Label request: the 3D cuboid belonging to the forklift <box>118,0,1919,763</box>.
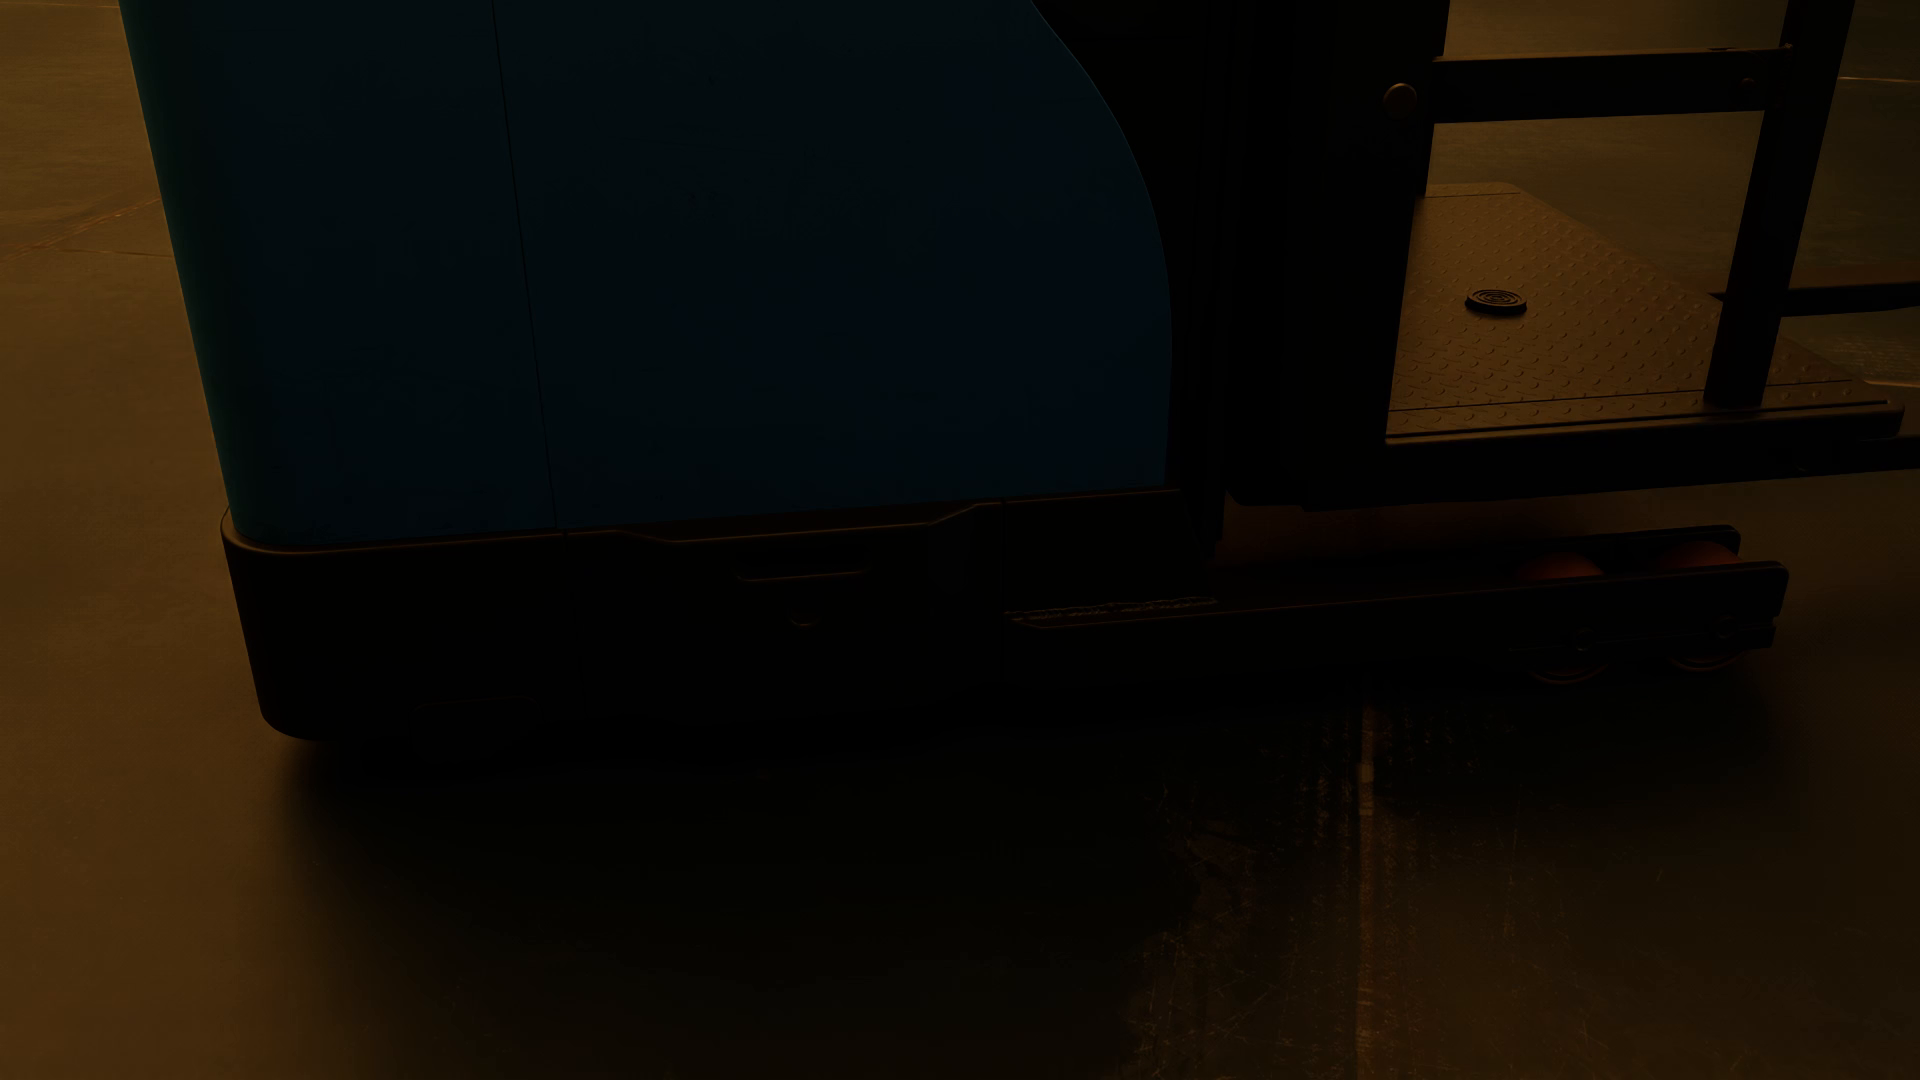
[{"bbox_3d":[0.600,-1.354,1.930,3.031,2.935,1.130,-4,27,-9],"label":"forklift"}]
